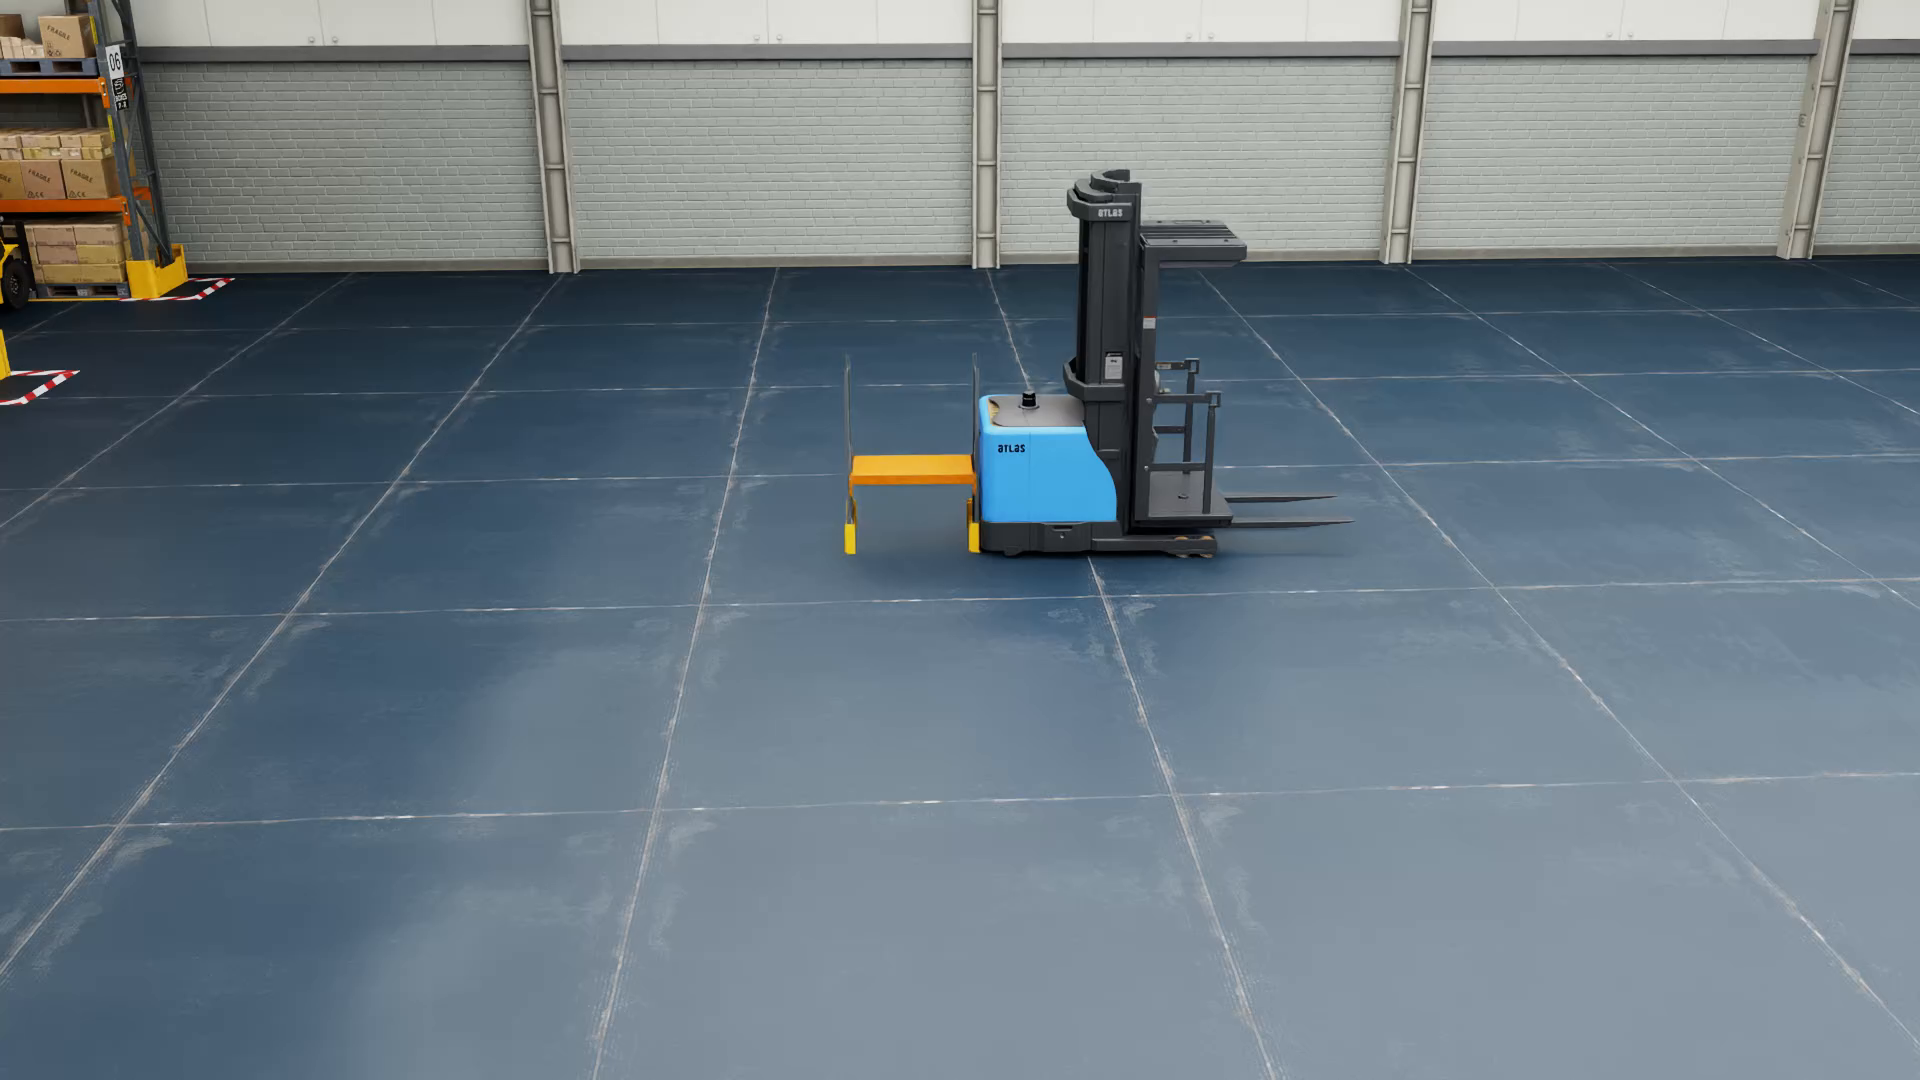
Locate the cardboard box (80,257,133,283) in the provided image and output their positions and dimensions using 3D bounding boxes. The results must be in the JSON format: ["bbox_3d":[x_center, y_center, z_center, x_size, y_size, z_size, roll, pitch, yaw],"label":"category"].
[{"bbox_3d":[-11.317,-3.592,22.114,0.500,0.250,0.500,-1,21,-3],"label":"cardboard box"}]

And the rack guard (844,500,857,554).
[{"bbox_3d":[-0.889,-0.108,13.554,0.087,0.250,0.587,-1,21,-2],"label":"rack guard"}]

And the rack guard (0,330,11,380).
[{"bbox_3d":[-10.655,-1.870,17.829,0.348,0.500,1.175,-1,21,-3],"label":"rack guard"}]

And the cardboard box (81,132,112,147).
[{"bbox_3d":[-11.212,-5.209,21.618,0.250,0.149,0.380,-1,21,-3],"label":"cardboard box"}]

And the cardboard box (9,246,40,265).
[{"bbox_3d":[-12.350,-3.802,21.964,0.500,0.250,0.500,-2,21,-4],"label":"cardboard box"}]

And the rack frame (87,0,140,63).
[{"bbox_3d":[-10.866,-7.606,20.952,0.127,3.000,1.000,-1,21,-3],"label":"rack frame"}]

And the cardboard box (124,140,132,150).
[{"bbox_3d":[-11.220,-5.238,22.110,0.250,0.149,0.380,-2,21,-4],"label":"cardboard box"}]

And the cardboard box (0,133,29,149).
[{"bbox_3d":[-12.223,-5.155,21.475,0.250,0.149,0.380,-1,21,-2],"label":"cardboard box"}]

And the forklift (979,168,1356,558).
[{"bbox_3d":[1.668,-1.417,13.223,3.031,2.935,1.130,-1,21,-2],"label":"forklift"}]

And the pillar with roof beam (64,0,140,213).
[{"bbox_3d":[-11.367,-6.383,17.739,0.400,9.000,9.100,-1,21,-3],"label":"pillar with roof beam"}]

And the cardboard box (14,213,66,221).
[{"bbox_3d":[-12.356,-4.221,22.361,0.500,0.250,0.500,-1,21,-3],"label":"cardboard box"}]

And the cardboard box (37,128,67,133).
[{"bbox_3d":[-11.988,-5.357,22.006,0.250,0.149,0.380,-1,21,-3],"label":"cardboard box"}]

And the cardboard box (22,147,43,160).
[{"bbox_3d":[-11.961,-5.046,21.606,0.250,0.149,0.380,-1,21,-3],"label":"cardboard box"}]

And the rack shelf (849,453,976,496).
[{"bbox_3d":[-0.382,-0.530,13.411,1.000,0.185,0.538,-1,21,-2],"label":"rack shelf"}]

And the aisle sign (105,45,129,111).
[{"bbox_3d":[-10.784,-5.915,21.287,0.004,0.787,0.394,-1,21,-3],"label":"aisle sign"}]

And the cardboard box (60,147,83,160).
[{"bbox_3d":[-11.450,-5.030,21.565,0.250,0.149,0.380,-1,21,-2],"label":"cardboard box"}]

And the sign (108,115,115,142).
[{"bbox_3d":[-10.849,-5.261,21.265,0.005,0.325,0.100,-1,21,-3],"label":"sign"}]

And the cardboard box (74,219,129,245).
[{"bbox_3d":[-11.308,-4.061,21.941,0.500,0.250,0.500,0,21,-1],"label":"cardboard box"}]

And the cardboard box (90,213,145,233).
[{"bbox_3d":[-11.357,-4.239,22.407,0.500,0.250,0.500,-1,21,-4],"label":"cardboard box"}]

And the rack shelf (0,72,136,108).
[{"bbox_3d":[-12.863,-5.828,21.507,4.000,0.370,1.077,-1,21,-3],"label":"rack shelf"}]

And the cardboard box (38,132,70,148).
[{"bbox_3d":[-11.716,-5.178,21.537,0.250,0.149,0.380,-1,21,-2],"label":"cardboard box"}]

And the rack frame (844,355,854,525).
[{"bbox_3d":[-0.890,-0.692,13.331,0.032,1.500,0.500,-1,21,-2],"label":"rack frame"}]

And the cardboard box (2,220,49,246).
[{"bbox_3d":[-12.321,-4.035,21.872,0.500,0.250,0.500,-1,21,-2],"label":"cardboard box"}]

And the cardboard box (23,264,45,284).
[{"bbox_3d":[-12.314,-3.578,22.078,0.500,0.250,0.500,-1,21,-2],"label":"cardboard box"}]

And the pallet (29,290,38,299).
[{"bbox_3d":[-12.843,-3.445,22.374,1.213,0.211,1.003,-1,21,-3],"label":"pallet"}]

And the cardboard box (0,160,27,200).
[{"bbox_3d":[-12.373,-4.728,21.684,0.500,0.500,0.500,-2,21,-4],"label":"cardboard box"}]

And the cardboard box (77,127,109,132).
[{"bbox_3d":[-11.483,-5.377,22.059,0.250,0.149,0.380,0,21,-1],"label":"cardboard box"}]

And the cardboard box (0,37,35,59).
[{"bbox_3d":[-11.929,-6.255,21.076,0.258,0.266,0.396,-1,21,-3],"label":"cardboard box"}]

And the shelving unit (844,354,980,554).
[{"bbox_3d":[-0.391,-0.698,13.346,1.083,1.500,0.587,-1,21,-2],"label":"shelving unit"}]

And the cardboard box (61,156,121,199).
[{"bbox_3d":[-11.343,-4.746,21.731,0.500,0.500,0.500,-2,21,-4],"label":"cardboard box"}]

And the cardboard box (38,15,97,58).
[{"bbox_3d":[-11.294,-6.399,21.125,0.500,0.500,0.500,0,21,-1],"label":"cardboard box"}]

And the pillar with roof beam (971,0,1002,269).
[{"bbox_3d":[0.613,-6.627,18.380,0.400,9.000,9.100,-1,21,-3],"label":"pillar with roof beam"}]

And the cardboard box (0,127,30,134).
[{"bbox_3d":[-12.517,-5.373,22.047,0.250,0.149,0.380,-2,21,-4],"label":"cardboard box"}]

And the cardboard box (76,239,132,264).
[{"bbox_3d":[-11.334,-3.827,22.028,0.500,0.250,0.500,-1,21,-4],"label":"cardboard box"}]

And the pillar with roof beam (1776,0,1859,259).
[{"bbox_3d":[12.594,-6.871,19.020,0.400,9.000,9.100,-1,21,-3],"label":"pillar with roof beam"}]
